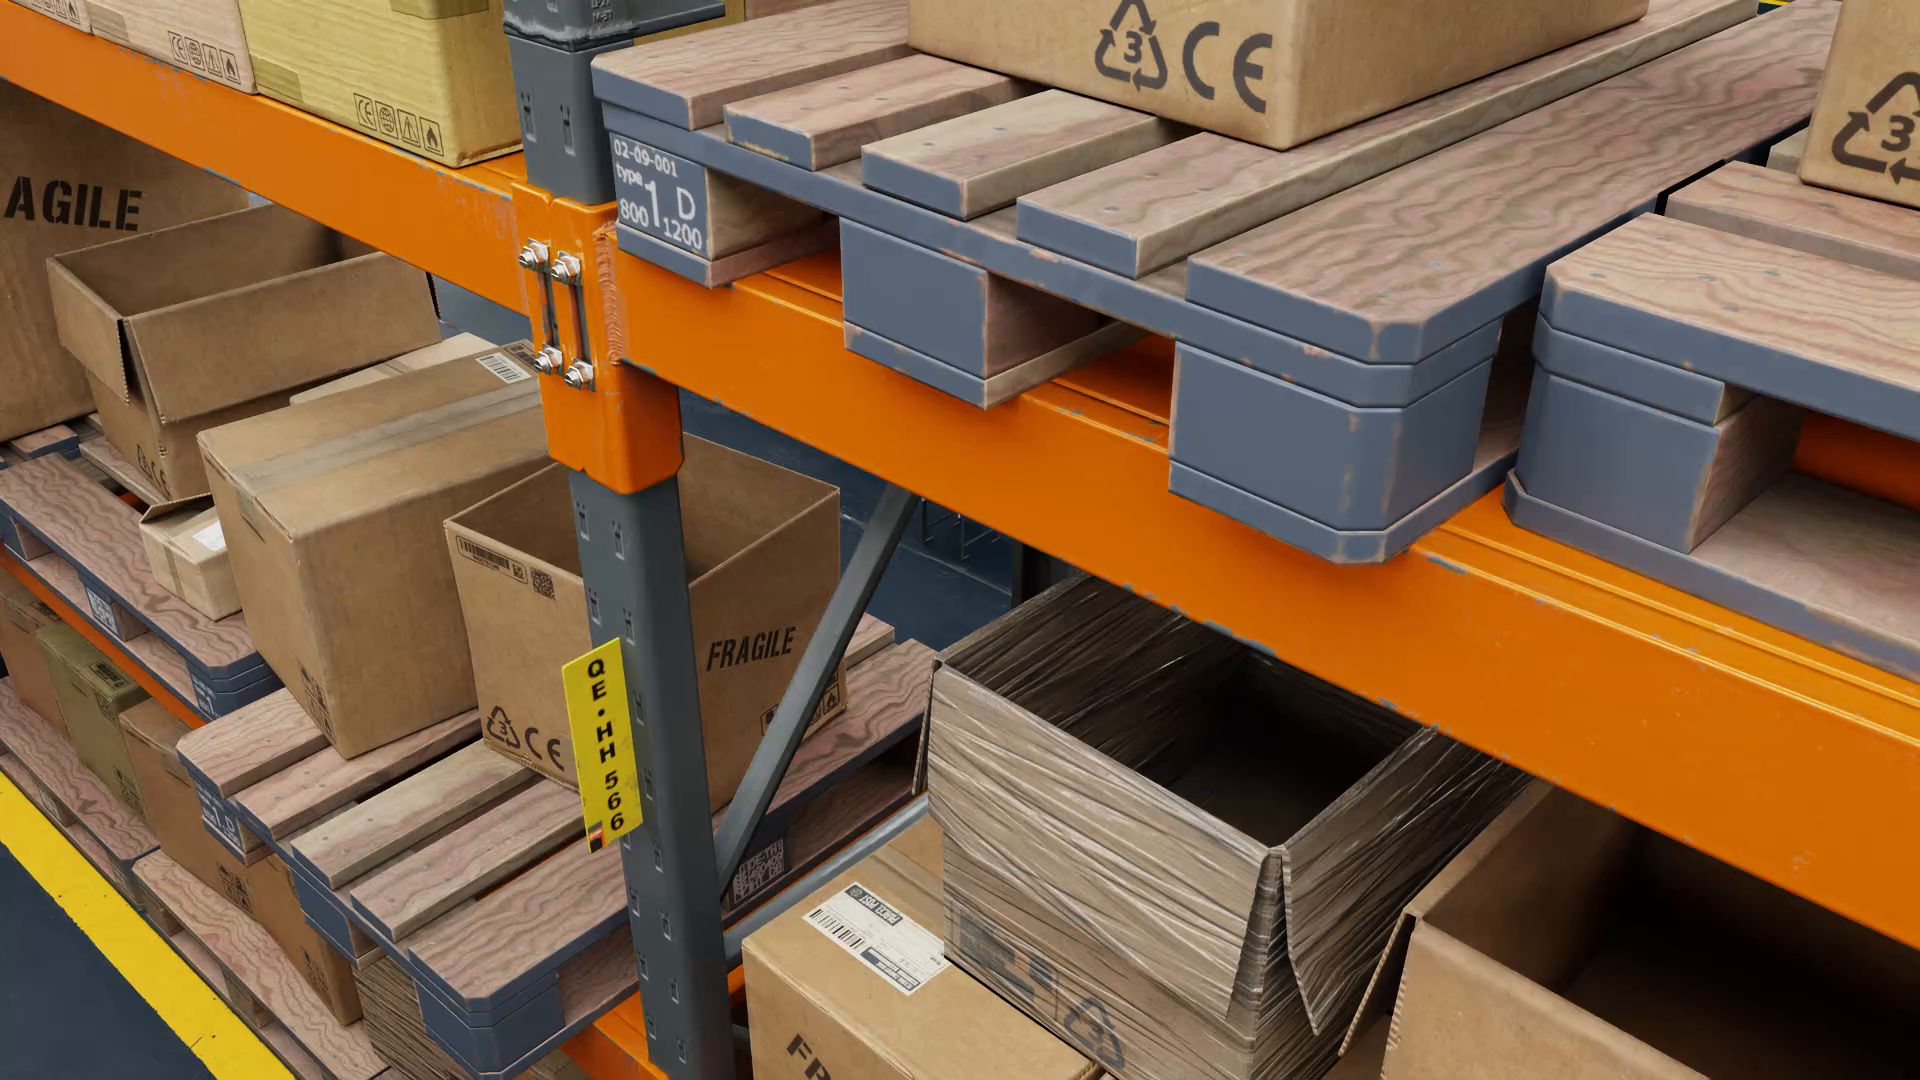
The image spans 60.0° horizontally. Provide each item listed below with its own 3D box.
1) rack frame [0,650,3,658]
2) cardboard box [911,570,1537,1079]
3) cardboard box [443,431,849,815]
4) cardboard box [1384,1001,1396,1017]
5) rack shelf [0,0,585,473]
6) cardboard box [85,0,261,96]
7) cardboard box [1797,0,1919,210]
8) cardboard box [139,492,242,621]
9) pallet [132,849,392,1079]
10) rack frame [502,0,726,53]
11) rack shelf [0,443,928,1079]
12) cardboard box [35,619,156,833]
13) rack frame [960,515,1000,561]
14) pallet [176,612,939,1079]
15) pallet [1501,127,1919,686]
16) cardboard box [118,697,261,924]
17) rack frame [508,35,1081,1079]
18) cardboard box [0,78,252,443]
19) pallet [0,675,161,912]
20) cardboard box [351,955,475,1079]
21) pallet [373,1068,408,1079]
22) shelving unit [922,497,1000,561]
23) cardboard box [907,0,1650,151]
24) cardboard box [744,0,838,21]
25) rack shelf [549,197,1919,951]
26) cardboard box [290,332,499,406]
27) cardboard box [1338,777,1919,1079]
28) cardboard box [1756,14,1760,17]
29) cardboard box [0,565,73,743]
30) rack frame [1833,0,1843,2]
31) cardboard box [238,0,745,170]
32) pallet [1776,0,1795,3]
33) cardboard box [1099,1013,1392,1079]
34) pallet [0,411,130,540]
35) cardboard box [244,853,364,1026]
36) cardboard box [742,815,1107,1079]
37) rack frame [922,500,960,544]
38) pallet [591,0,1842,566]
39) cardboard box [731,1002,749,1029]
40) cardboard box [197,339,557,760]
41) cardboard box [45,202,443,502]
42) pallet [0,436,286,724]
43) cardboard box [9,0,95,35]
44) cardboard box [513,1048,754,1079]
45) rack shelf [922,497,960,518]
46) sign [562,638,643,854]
[{"bbox_3d":[-3.101,-0.844,5.244,0.127,3.000,1.000,25,39,35],"label":"rack frame"},{"bbox_3d":[0.396,0.327,2.229,0.637,0.503,0.797,27,40,37],"label":"cardboard box"},{"bbox_3d":[-0.563,0.146,3.095,0.500,0.500,0.500,20,36,29],"label":"cardboard box"},{"bbox_3d":[0.762,0.748,2.502,0.500,0.500,0.500,25,39,35],"label":"cardboard box"},{"bbox_3d":[-1.618,-1.129,3.506,4.000,0.370,1.077,25,39,35],"label":"rack shelf"},{"bbox_3d":[-1.030,-0.918,2.603,0.500,0.250,0.500,25,39,35],"label":"cardboard box"},{"bbox_3d":[1.064,-0.519,1.291,0.500,0.500,0.500,-27,40,-37],"label":"cardboard box"},{"bbox_3d":[-1.553,-0.056,3.658,0.258,0.266,0.396,24,38,34],"label":"cardboard box"},{"bbox_3d":[-1.614,1.042,4.815,1.213,0.211,1.003,25,39,35],"label":"pallet"},{"bbox_3d":[-0.136,-2.030,1.397,0.127,3.000,1.000,25,39,35],"label":"rack frame"},{"bbox_3d":[-1.618,0.156,4.279,4.000,0.370,1.077,25,39,35],"label":"rack shelf"},{"bbox_3d":[-2.320,0.431,5.122,0.500,0.500,0.700,25,39,35],"label":"cardboard box"},{"bbox_3d":[0.081,-0.348,6.455,0.006,0.900,0.240,25,39,35],"label":"rack frame"},{"bbox_3d":[-0.735,0.417,3.336,1.003,0.211,1.213,25,39,35],"label":"pallet"},{"bbox_3d":[1.208,-0.075,1.242,1.213,0.211,1.003,27,40,37],"label":"pallet"},{"bbox_3d":[-1.904,0.625,4.801,0.500,0.500,0.700,21,37,31],"label":"cardboard box"},{"bbox_3d":[-0.136,0.540,2.944,0.127,3.000,1.000,25,39,35],"label":"rack frame"},{"bbox_3d":[-2.606,-0.952,4.435,1.000,1.000,1.000,25,39,35],"label":"cardboard box"},{"bbox_3d":[-2.523,0.619,5.516,1.213,0.211,1.003,25,39,35],"label":"pallet"},{"bbox_3d":[-1.066,1.011,4.159,0.500,0.500,0.700,21,37,31],"label":"cardboard box"},{"bbox_3d":[-0.714,1.464,4.114,1.213,0.211,1.003,25,39,35],"label":"pallet"},{"bbox_3d":[0.006,-0.383,6.513,0.210,0.900,0.258,25,39,35],"label":"shelving unit"},{"bbox_3d":[0.365,-0.785,1.731,0.797,0.503,0.637,-27,40,-37],"label":"cardboard box"},{"bbox_3d":[-0.313,-0.941,2.641,0.500,0.250,0.500,26,40,36],"label":"cardboard box"},{"bbox_3d":[1.347,0.256,1.206,4.000,0.370,1.077,25,39,35],"label":"rack shelf"},{"bbox_3d":[-1.224,-0.243,3.984,0.500,0.250,0.500,24,38,34],"label":"cardboard box"},{"bbox_3d":[0.877,0.554,1.853,0.637,0.503,0.797,26,40,36],"label":"cardboard box"},{"bbox_3d":[5.170,-3.316,11.065,0.500,0.311,0.500,24,39,35],"label":"cardboard box"},{"bbox_3d":[-2.661,0.259,5.408,0.500,0.500,0.700,22,37,32],"label":"cardboard box"},{"bbox_3d":[3.188,-1.354,6.090,0.127,3.000,1.000,25,39,35],"label":"rack frame"},{"bbox_3d":[-0.653,-0.751,2.327,0.500,0.250,0.500,25,39,35],"label":"cardboard box"},{"bbox_3d":[7.448,-5.063,14.955,1.213,0.211,1.003,25,39,35],"label":"pallet"},{"bbox_3d":[0.426,0.947,2.171,0.500,0.500,0.500,24,38,34],"label":"cardboard box"},{"bbox_3d":[-2.632,-0.442,4.761,1.213,0.211,1.003,25,39,35],"label":"pallet"},{"bbox_3d":[-1.491,0.818,4.480,0.700,0.500,0.500,-26,39,-36],"label":"cardboard box"},{"bbox_3d":[0.042,0.770,2.466,0.500,0.500,0.500,26,40,36],"label":"cardboard box"},{"bbox_3d":[-0.069,-0.418,6.572,0.006,0.900,0.240,25,39,35],"label":"rack frame"},{"bbox_3d":[0.377,-0.461,1.883,1.003,0.211,1.213,27,40,37],"label":"pallet"},{"bbox_3d":[-0.653,0.881,3.648,0.500,0.250,0.500,27,40,37],"label":"cardboard box"},{"bbox_3d":[-1.044,-0.009,3.353,0.700,0.500,0.500,-23,38,-33],"label":"cardboard box"},{"bbox_3d":[-1.754,-0.504,4.171,0.797,0.503,0.637,-25,39,-35],"label":"cardboard box"},{"bbox_3d":[-1.631,-0.047,4.106,1.213,0.211,1.003,25,39,35],"label":"pallet"},{"bbox_3d":[-1.400,-1.093,2.894,0.500,0.250,0.500,26,40,36],"label":"cardboard box"},{"bbox_3d":[-0.646,1.198,3.848,0.500,0.500,0.700,23,38,33],"label":"cardboard box"},{"bbox_3d":[0.006,-0.200,6.623,0.200,0.077,0.258,25,39,35],"label":"rack shelf"},{"bbox_3d":[-0.493,0.289,2.316,0.005,0.325,0.100,25,39,35],"label":"sign"}]
